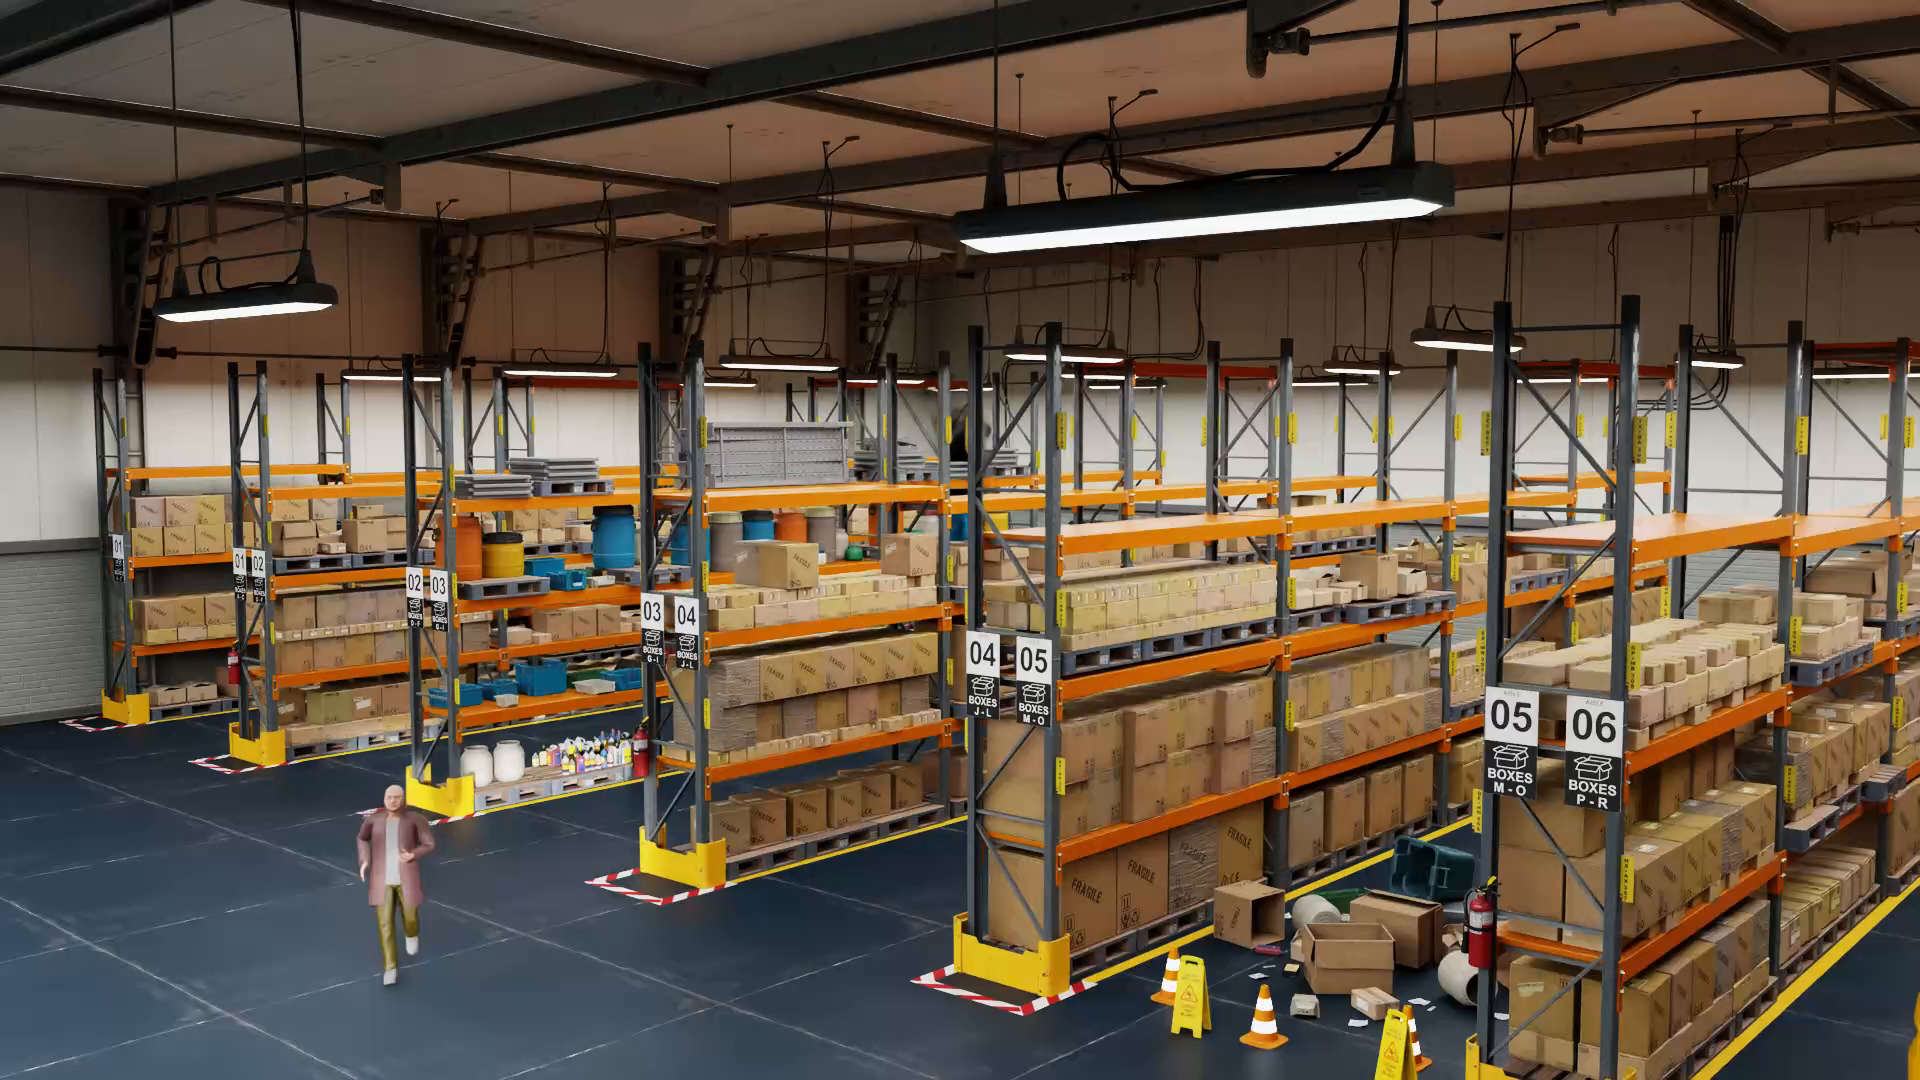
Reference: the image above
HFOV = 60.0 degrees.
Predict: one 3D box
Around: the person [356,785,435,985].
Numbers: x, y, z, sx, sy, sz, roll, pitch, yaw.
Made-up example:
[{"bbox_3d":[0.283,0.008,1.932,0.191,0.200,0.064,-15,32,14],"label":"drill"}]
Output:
[{"bbox_3d":[-5.245,3.149,15.444,0.720,1.751,0.964,-1,4,-12],"label":"person"}]
